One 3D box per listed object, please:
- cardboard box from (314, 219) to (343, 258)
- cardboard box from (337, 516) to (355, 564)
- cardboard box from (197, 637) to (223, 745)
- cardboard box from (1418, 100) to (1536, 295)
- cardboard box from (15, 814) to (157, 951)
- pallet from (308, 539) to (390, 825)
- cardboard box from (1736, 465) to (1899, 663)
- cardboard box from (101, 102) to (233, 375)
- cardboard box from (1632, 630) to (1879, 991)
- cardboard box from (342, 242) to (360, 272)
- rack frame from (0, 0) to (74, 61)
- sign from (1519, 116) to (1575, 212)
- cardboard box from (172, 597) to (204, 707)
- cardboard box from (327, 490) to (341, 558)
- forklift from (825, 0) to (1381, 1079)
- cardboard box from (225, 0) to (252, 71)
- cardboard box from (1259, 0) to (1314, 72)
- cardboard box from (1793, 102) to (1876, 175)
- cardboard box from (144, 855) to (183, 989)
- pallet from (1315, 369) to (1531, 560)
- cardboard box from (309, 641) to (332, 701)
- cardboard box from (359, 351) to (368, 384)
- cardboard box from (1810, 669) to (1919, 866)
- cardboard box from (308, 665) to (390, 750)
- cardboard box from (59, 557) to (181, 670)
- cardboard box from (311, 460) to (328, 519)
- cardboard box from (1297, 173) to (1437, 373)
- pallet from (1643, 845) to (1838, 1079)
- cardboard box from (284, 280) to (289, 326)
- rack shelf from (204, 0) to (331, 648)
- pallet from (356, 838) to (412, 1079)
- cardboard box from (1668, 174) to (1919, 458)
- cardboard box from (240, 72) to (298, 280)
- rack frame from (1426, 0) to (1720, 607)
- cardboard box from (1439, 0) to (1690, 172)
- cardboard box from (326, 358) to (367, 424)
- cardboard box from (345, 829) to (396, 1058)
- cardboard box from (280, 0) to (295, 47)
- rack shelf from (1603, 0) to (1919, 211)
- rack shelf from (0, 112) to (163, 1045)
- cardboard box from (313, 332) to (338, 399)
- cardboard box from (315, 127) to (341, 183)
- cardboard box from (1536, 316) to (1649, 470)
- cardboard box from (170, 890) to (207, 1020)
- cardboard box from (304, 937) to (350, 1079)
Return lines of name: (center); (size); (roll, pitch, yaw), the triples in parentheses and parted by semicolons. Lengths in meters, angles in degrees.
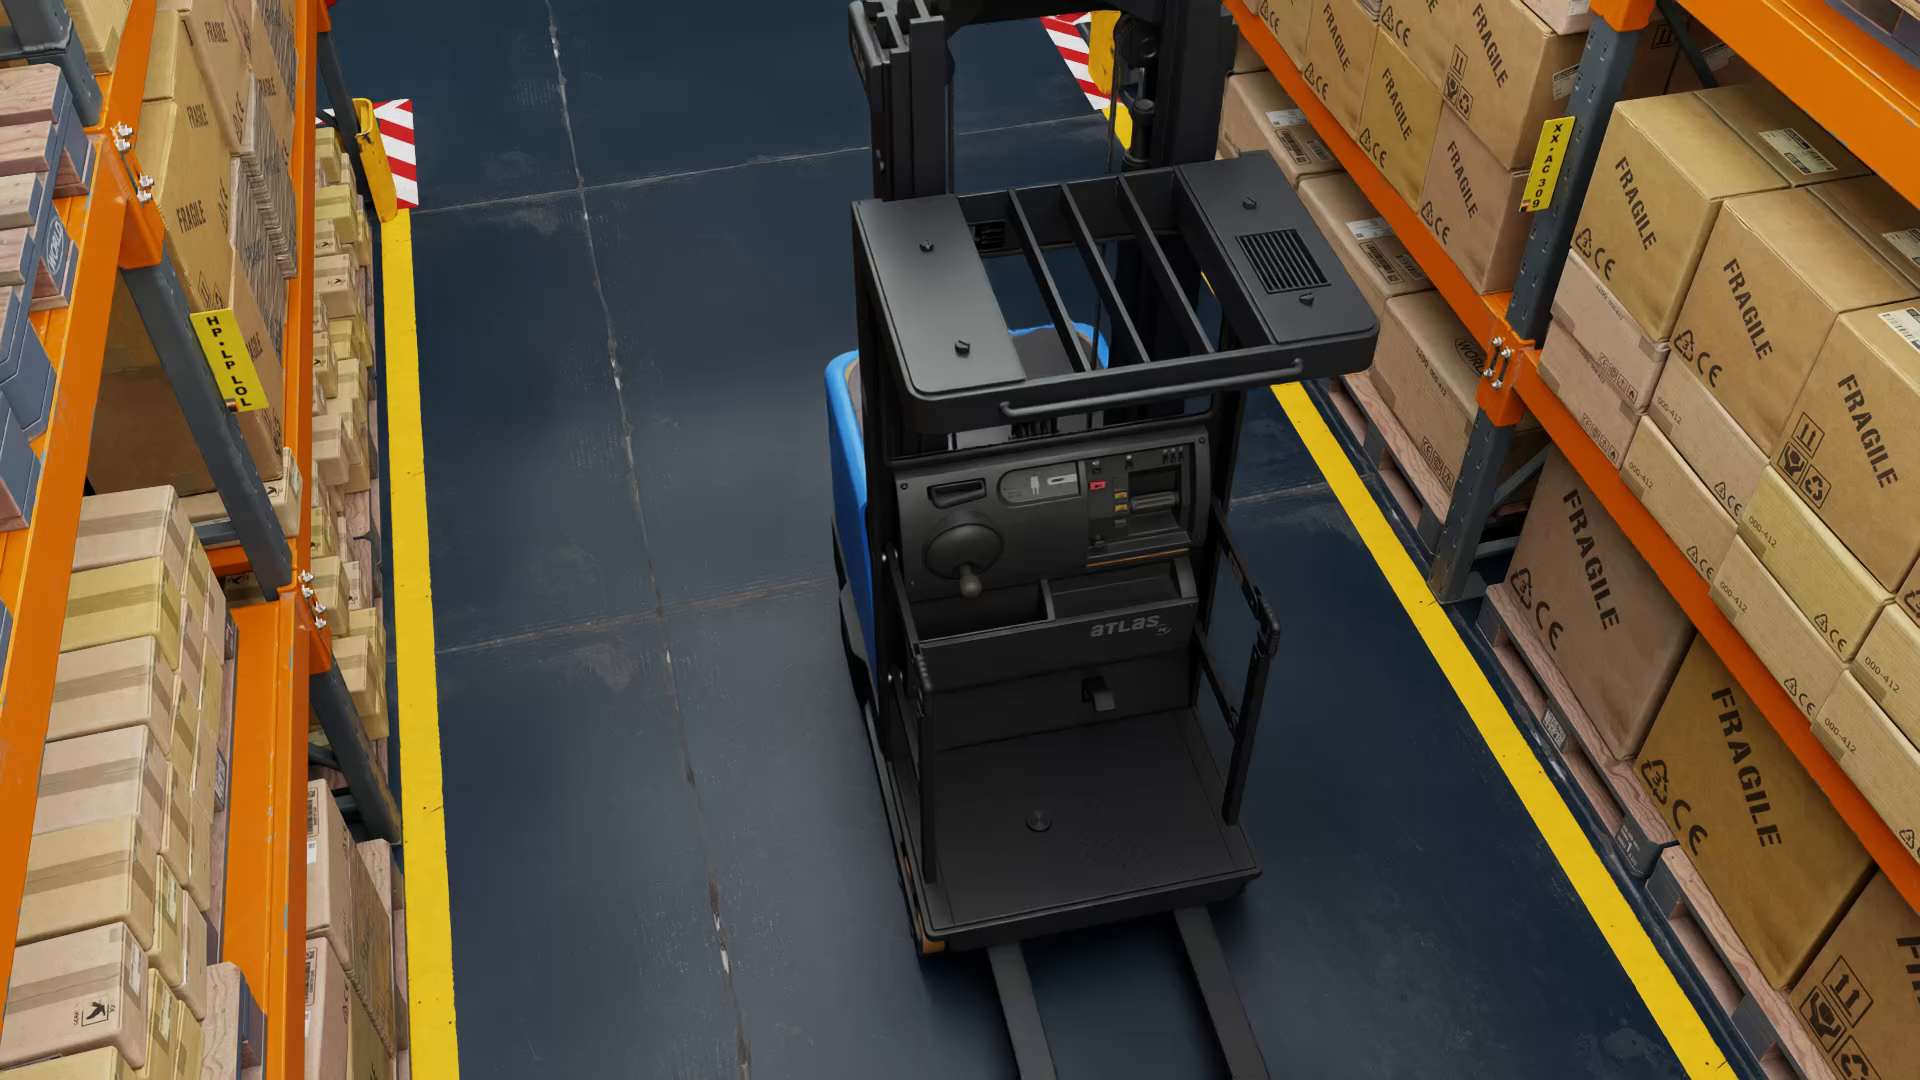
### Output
cardboard box: (-2.858, -1.220, 7.131); (0.380, 0.149, 0.250); (-12, 47, -12)
cardboard box: (-2.495, 0.079, 6.274); (0.380, 0.149, 0.250); (-12, 47, -11)
cardboard box: (-2.057, 0.409, 4.131); (0.380, 0.149, 0.250); (-10, 47, -10)
cardboard box: (1.976, -1.233, 5.788); (0.500, 0.500, 0.500); (-10, 46, -10)
cardboard box: (-1.865, 0.740, 3.390); (0.380, 0.149, 0.250); (-12, 47, -12)
pallet: (-2.623, 0.569, 6.044); (1.003, 0.211, 1.213); (-11, 47, -10)
cardboard box: (2.446, 0.016, 4.389); (0.500, 0.250, 0.500); (-10, 46, -10)
cardboard box: (-2.297, -0.795, 4.450); (0.500, 0.500, 0.500); (-10, 46, -9)
cardboard box: (2.817, 0.708, 5.150); (0.875, 0.875, 0.875); (-9, 46, -9)
cardboard box: (-2.896, -1.294, 7.412); (0.380, 0.149, 0.250); (-12, 47, -12)
rack frame: (-2.417, -2.049, 2.458); (1.000, 3.000, 0.127); (-11, 47, -10)
sign: (1.806, -1.153, 5.118); (0.100, 0.325, 0.005); (-11, 47, -10)
cardboard box: (-2.056, 0.307, 4.022); (0.380, 0.149, 0.250); (-10, 46, -10)
cardboard box: (-2.516, -0.019, 6.162); (0.380, 0.149, 0.250); (-13, 47, -12)
forklift: (0.326, 0.018, 4.680); (1.130, 2.935, 3.031); (-9, 46, -9)
cardboard box: (-2.674, -1.858, 5.492); (0.500, 0.500, 0.500); (-12, 47, -12)
cardboard box: (1.577, -2.296, 6.830); (0.500, 0.500, 0.500); (-9, 46, -9)
cardboard box: (2.699, -1.047, 4.906); (0.500, 0.500, 0.500); (-9, 46, -9)
cardboard box: (-1.856, 0.847, 3.493); (0.380, 0.149, 0.250); (-13, 47, -12)
pallet: (2.223, -0.488, 7.080); (1.003, 0.211, 1.213); (-11, 47, -10)
cardboard box: (-2.305, 0.417, 5.526); (0.380, 0.149, 0.250); (-9, 46, -9)
cardboard box: (-2.705, -0.653, 6.992); (0.380, 0.149, 0.250); (-10, 46, -10)
cardboard box: (2.568, 0.541, 4.225); (0.500, 0.250, 0.500); (-11, 47, -11)
cardboard box: (-2.200, 0.591, 5.773); (0.380, 0.149, 0.250); (-13, 47, -12)
cardboard box: (-2.056, 0.210, 3.909); (0.380, 0.149, 0.250); (-12, 47, -12)
cardboard box: (-2.520, -0.125, 6.058); (0.380, 0.149, 0.250); (-12, 47, -11)
cardboard box: (2.055, -1.246, 7.371); (0.875, 0.438, 0.875); (-12, 47, -11)
pallet: (2.928, 1.414, 5.216); (1.003, 0.211, 1.213); (-11, 47, -10)
cardboard box: (-2.496, -0.831, 5.640); (0.380, 0.149, 0.250); (-10, 46, -10)
rack shelf: (-2.929, -1.079, 6.211); (1.077, 0.370, 4.000); (-11, 47, -10)
pallet: (-2.217, 1.564, 5.070); (1.003, 0.211, 1.213); (-11, 47, -10)
cardboard box: (2.334, -0.607, 4.474); (0.500, 0.500, 0.500); (-11, 47, -11)
cardboard box: (-2.528, -1.171, 5.520); (0.500, 0.500, 0.500); (-12, 47, -11)
rack frame: (2.342, -0.925, 5.556); (1.000, 3.000, 0.127); (-11, 47, -10)
cardboard box: (1.954, -1.585, 5.433); (0.500, 0.500, 0.500); (-11, 47, -11)
cardboard box: (-2.605, -0.573, 6.705); (0.380, 0.149, 0.250); (-10, 46, -10)
cardboard box: (-1.984, 1.243, 4.888); (0.500, 0.500, 0.500); (-12, 47, -11)
cardboard box: (-2.951, -2.231, 6.558); (0.500, 0.500, 0.500); (-11, 47, -11)
rack shelf: (2.854, -0.342, 3.388); (1.077, 0.370, 4.000); (-11, 47, -10)
rack shelf: (-1.905, 0.633, 2.433); (1.077, 0.370, 4.000); (-11, 47, -10)
cardboard box: (-2.681, -0.666, 6.588); (0.380, 0.149, 0.250); (-10, 47, -10)
cardboard box: (-3.061, -1.750, 7.650); (0.380, 0.149, 0.250); (-10, 46, -10)
cardboard box: (2.199, -0.520, 5.264); (0.500, 0.250, 0.500); (-12, 47, -11)
cardboard box: (-1.855, 0.945, 3.605); (0.380, 0.149, 0.250); (-13, 47, -12)
cardboard box: (-1.863, 1.341, 4.267); (0.500, 0.250, 0.500); (-9, 46, -8)
